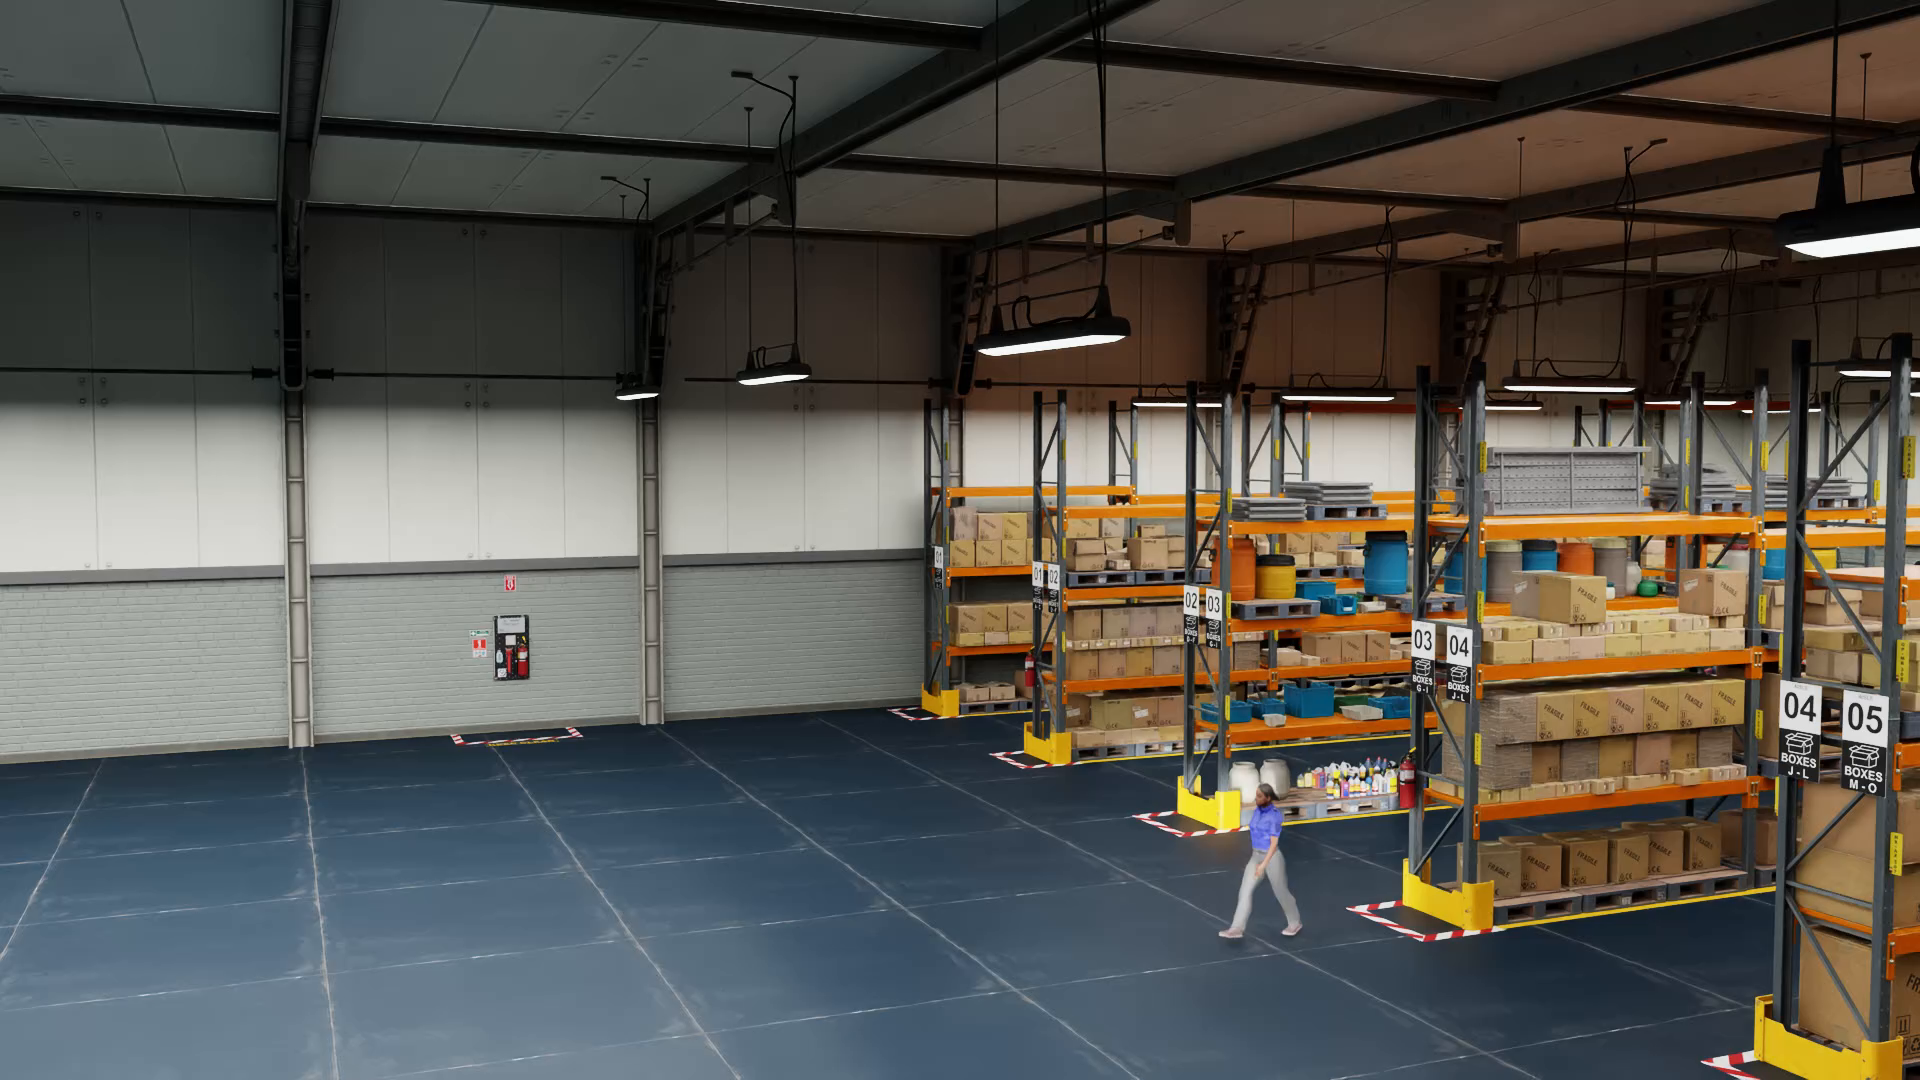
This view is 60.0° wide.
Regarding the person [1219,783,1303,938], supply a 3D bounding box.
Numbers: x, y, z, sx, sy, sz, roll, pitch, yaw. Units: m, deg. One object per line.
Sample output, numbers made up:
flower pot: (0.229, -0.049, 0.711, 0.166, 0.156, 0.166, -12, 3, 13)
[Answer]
person: (3.133, 3.329, 17.237, 0.996, 1.588, 0.468, -2, 4, -30)
